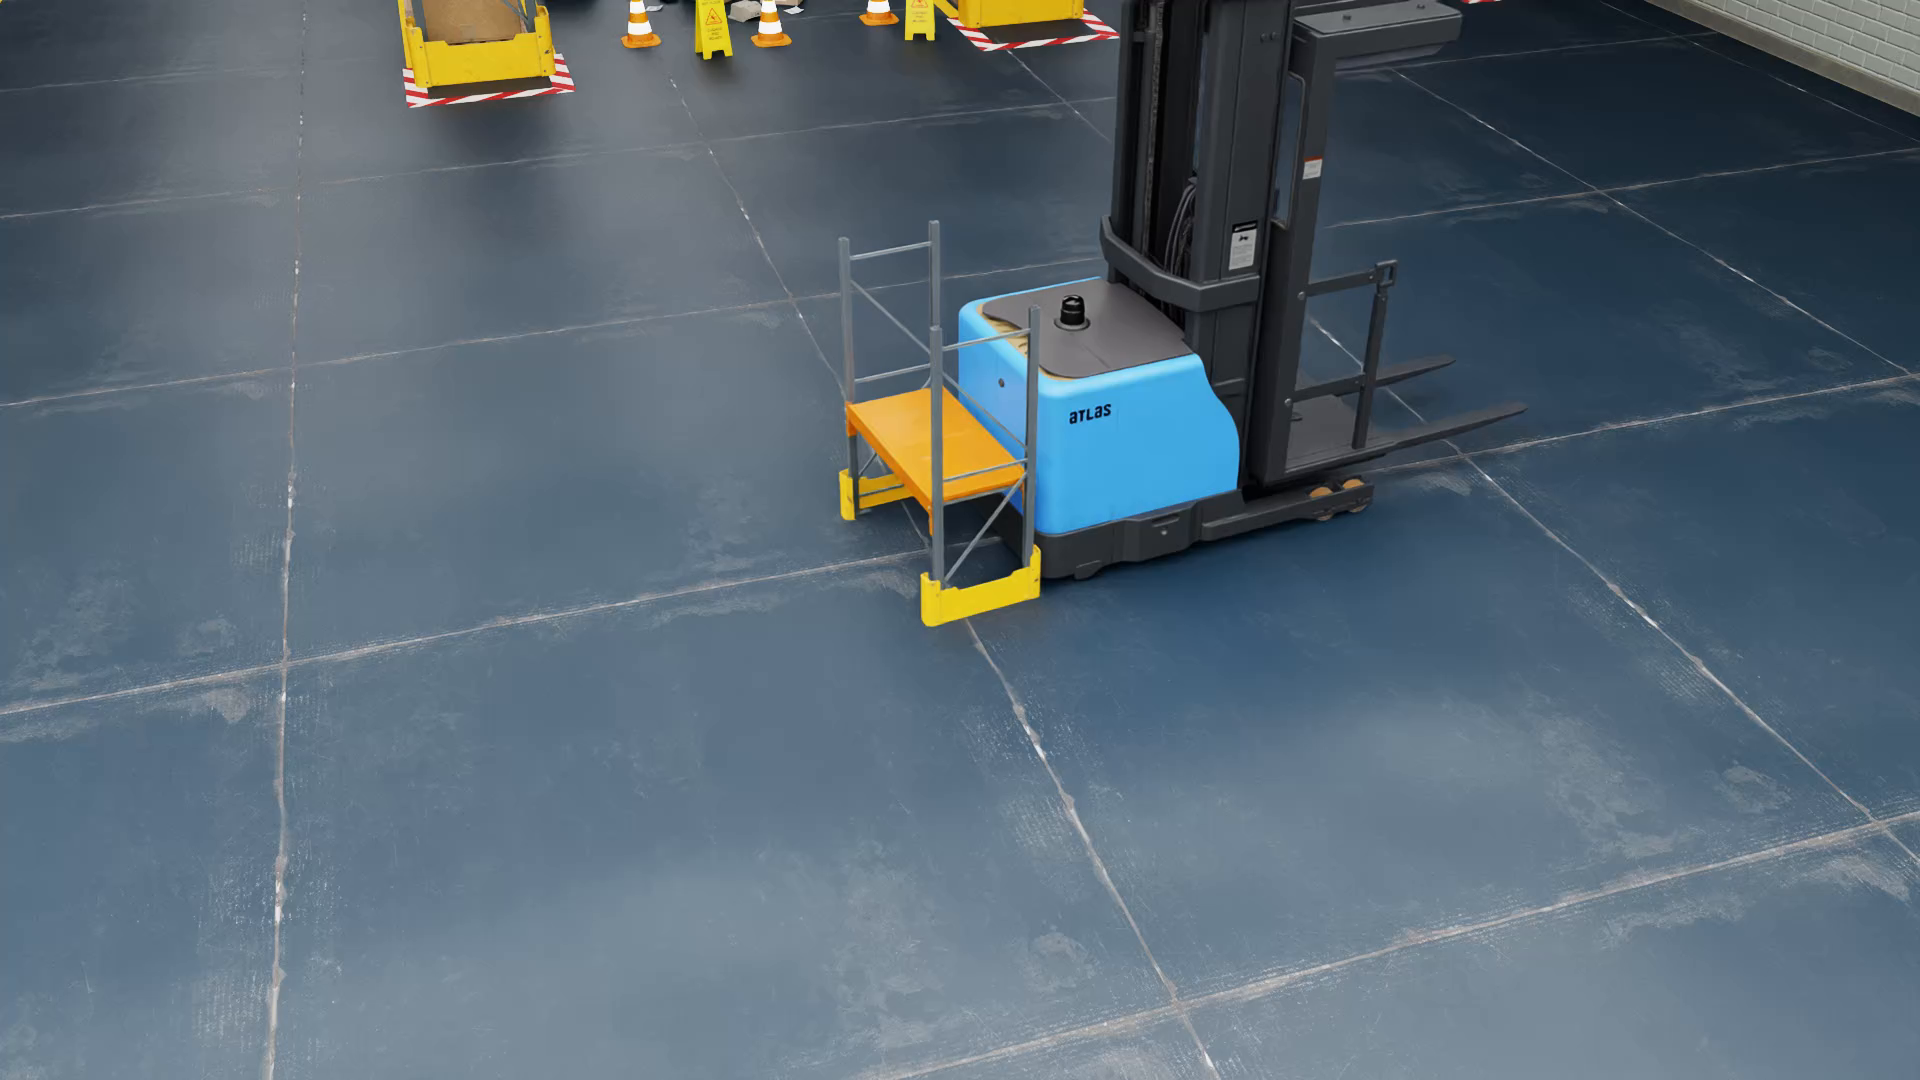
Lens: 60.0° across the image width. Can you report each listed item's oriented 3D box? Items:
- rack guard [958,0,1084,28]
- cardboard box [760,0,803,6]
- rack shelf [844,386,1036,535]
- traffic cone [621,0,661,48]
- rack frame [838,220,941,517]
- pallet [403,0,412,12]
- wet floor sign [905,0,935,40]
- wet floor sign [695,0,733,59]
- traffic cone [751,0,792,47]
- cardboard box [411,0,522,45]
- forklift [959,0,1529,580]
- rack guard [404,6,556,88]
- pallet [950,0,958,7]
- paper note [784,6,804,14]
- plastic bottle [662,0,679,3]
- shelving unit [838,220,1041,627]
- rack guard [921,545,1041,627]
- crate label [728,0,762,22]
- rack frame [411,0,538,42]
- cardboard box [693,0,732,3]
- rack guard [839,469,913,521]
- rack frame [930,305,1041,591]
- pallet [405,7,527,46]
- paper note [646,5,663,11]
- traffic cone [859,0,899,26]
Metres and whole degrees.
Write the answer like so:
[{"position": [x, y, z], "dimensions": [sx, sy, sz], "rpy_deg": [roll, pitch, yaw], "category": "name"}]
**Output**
[{"position": [0.576, -5.140, 15.576], "dimensions": [1.175, 0.500, 0.348], "rpy_deg": [-10, 35, -15], "category": "rack guard"}, {"position": [-1.725, -5.302, 16.139], "dimensions": [0.380, 0.149, 0.250], "rpy_deg": [7, 34, 10], "category": "cardboard box"}, {"position": [-0.109, -0.405, 7.829], "dimensions": [0.538, 0.185, 1.000], "rpy_deg": [-15, 36, -21], "category": "rack shelf"}, {"position": [-2.894, -4.717, 14.969], "dimensions": [0.336, 0.463, 0.334], "rpy_deg": [-10, 35, -15], "category": "traffic cone"}, {"position": [-0.327, -0.809, 8.113], "dimensions": [0.500, 1.500, 0.032], "rpy_deg": [-15, 36, -21], "category": "rack frame"}, {"position": [-4.771, -5.141, 15.838], "dimensions": [1.003, 0.211, 1.213], "rpy_deg": [-10, 35, -15], "category": "pallet"}, {"position": [-0.362, -4.881, 15.052], "dimensions": [0.267, 0.644, 0.232], "rpy_deg": [1, 33, 2], "category": "wet floor sign"}, {"position": [-2.190, -4.593, 14.616], "dimensions": [0.267, 0.644, 0.232], "rpy_deg": [-16, 37, -23], "category": "wet floor sign"}, {"position": [-1.714, -4.729, 14.986], "dimensions": [0.336, 0.463, 0.334], "rpy_deg": [-10, 35, -15], "category": "traffic cone"}, {"position": [-4.354, -4.892, 14.478], "dimensions": [0.875, 0.875, 0.875], "rpy_deg": [-10, 35, -14], "category": "cardboard box"}, {"position": [1.540, -1.570, 7.968], "dimensions": [3.031, 2.935, 1.130], "rpy_deg": [-14, 36, -20], "category": "forklift"}, {"position": [-4.077, -4.202, 14.156], "dimensions": [1.175, 0.500, 0.348], "rpy_deg": [-10, 35, -15], "category": "rack guard"}, {"position": [0.361, -5.452, 16.310], "dimensions": [1.003, 0.211, 1.213], "rpy_deg": [-10, 35, -15], "category": "pallet"}, {"position": [-1.585, -5.066, 15.889], "dimensions": [0.148, 0.019, 0.142], "rpy_deg": [-23, 40, -31], "category": "paper note"}, {"position": [-2.871, -5.308, 16.227], "dimensions": [0.133, 0.061, 0.283], "rpy_deg": [-23, 40, -31], "category": "plastic bottle"}, {"position": [-0.113, -0.560, 7.737], "dimensions": [0.587, 1.500, 1.083], "rpy_deg": [-15, 36, -21], "category": "shelving unit"}, {"position": [0.100, 0.210, 7.706], "dimensions": [0.587, 0.250, 0.087], "rpy_deg": [-15, 36, -21], "category": "rack guard"}, {"position": [-2.013, -4.995, 15.685], "dimensions": [0.298, 0.136, 0.250], "rpy_deg": [27, 42, 34], "category": "crate label"}, {"position": [-4.085, -5.258, 13.486], "dimensions": [1.000, 3.000, 0.127], "rpy_deg": [-10, 35, -15], "category": "rack frame"}, {"position": [-2.348, -5.598, 16.266], "dimensions": [0.637, 0.503, 0.797], "rpy_deg": [19, 38, 26], "category": "cardboard box"}, {"position": [-0.326, -0.287, 8.457], "dimensions": [0.587, 0.250, 0.087], "rpy_deg": [-15, 36, -21], "category": "rack guard"}, {"position": [0.108, -0.302, 7.346], "dimensions": [0.500, 1.500, 0.032], "rpy_deg": [-15, 36, -21], "category": "rack frame"}, {"position": [-4.403, -4.501, 14.870], "dimensions": [1.003, 0.211, 1.213], "rpy_deg": [-10, 35, -15], "category": "pallet"}, {"position": [-2.933, -5.105, 15.950], "dimensions": [0.144, 0.017, 0.142], "rpy_deg": [1, 33, 2], "category": "paper note"}, {"position": [-0.761, -5.094, 15.539], "dimensions": [0.336, 0.463, 0.334], "rpy_deg": [-10, 35, -15], "category": "traffic cone"}]
